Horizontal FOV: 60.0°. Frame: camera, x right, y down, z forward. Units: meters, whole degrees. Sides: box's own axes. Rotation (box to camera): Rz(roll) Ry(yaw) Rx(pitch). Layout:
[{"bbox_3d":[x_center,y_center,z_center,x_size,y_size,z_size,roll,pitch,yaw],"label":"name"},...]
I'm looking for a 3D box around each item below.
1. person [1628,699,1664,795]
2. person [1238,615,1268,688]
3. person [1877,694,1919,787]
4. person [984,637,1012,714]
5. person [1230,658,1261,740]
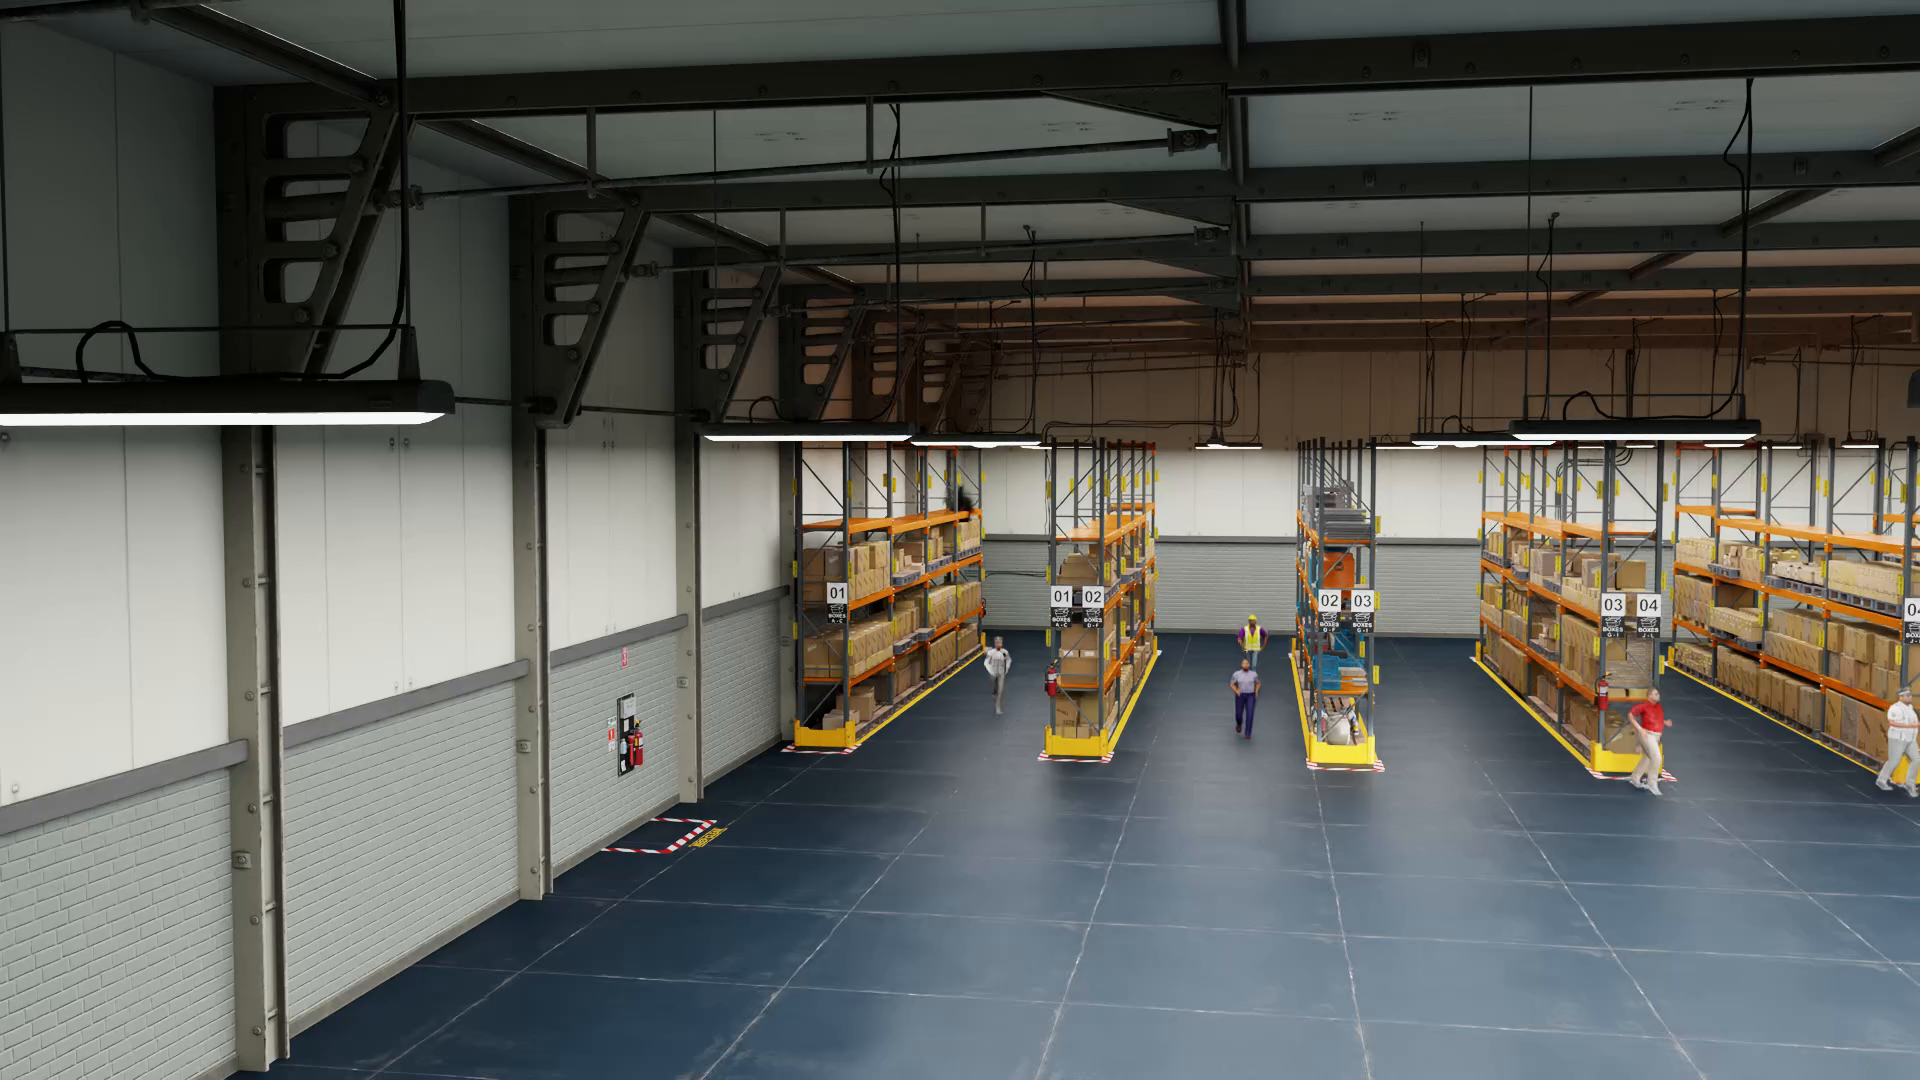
[{"bbox_3d":[11.631,3.484,28.074,0.623,1.591,0.673,-3,4,-41],"label":"person"},{"bbox_3d":[7.152,2.705,40.664,0.727,1.756,0.734,0,3,9],"label":"person"},{"bbox_3d":[15.771,3.304,27.818,0.658,1.607,0.685,-1,3,-24],"label":"person"},{"bbox_3d":[0.835,2.971,36.741,0.602,1.686,0.897,0,3,4],"label":"person"},{"bbox_3d":[5.717,3.168,33.250,0.610,1.586,0.632,0,3,6],"label":"person"}]
